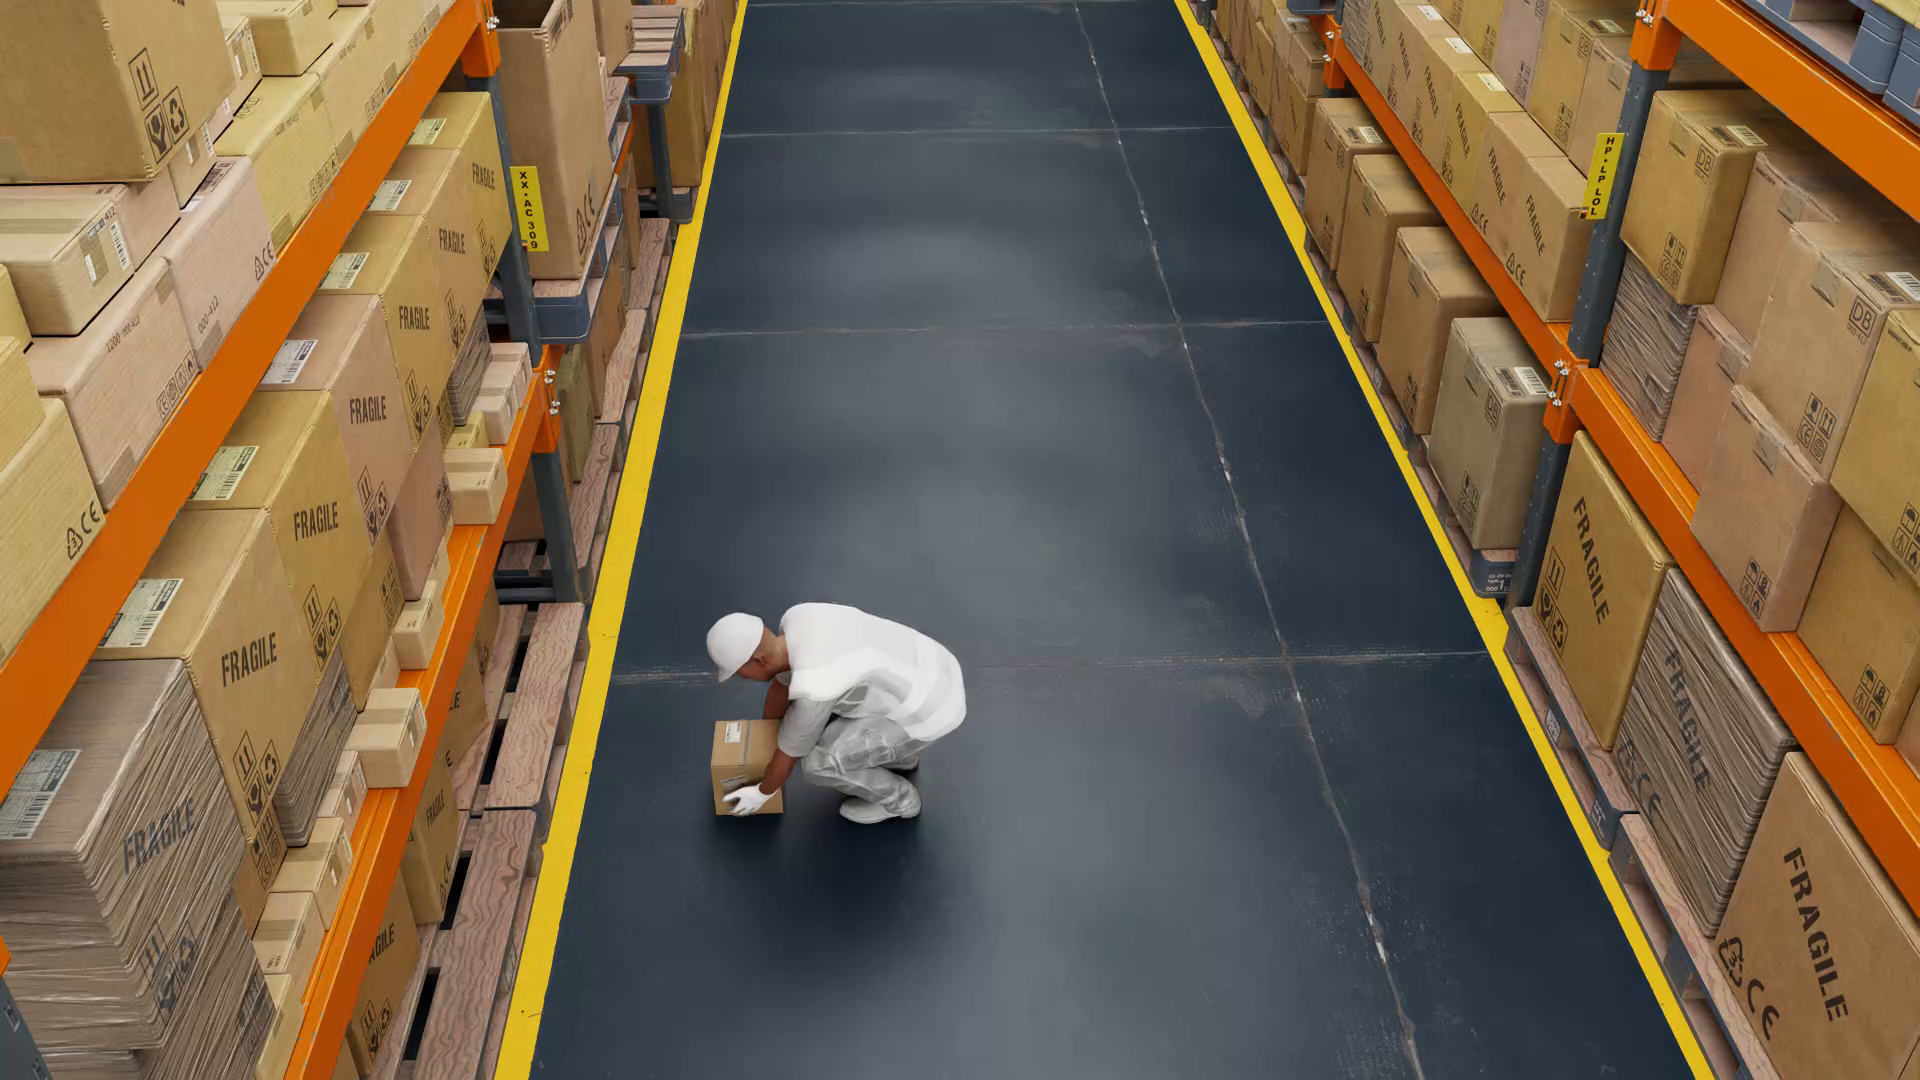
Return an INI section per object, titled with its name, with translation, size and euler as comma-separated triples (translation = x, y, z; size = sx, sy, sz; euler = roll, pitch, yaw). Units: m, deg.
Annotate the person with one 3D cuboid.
[person]
translation = -0.436, 0.600, 6.059
size = 0.910, 0.885, 0.578
euler = -1, 35, -2
